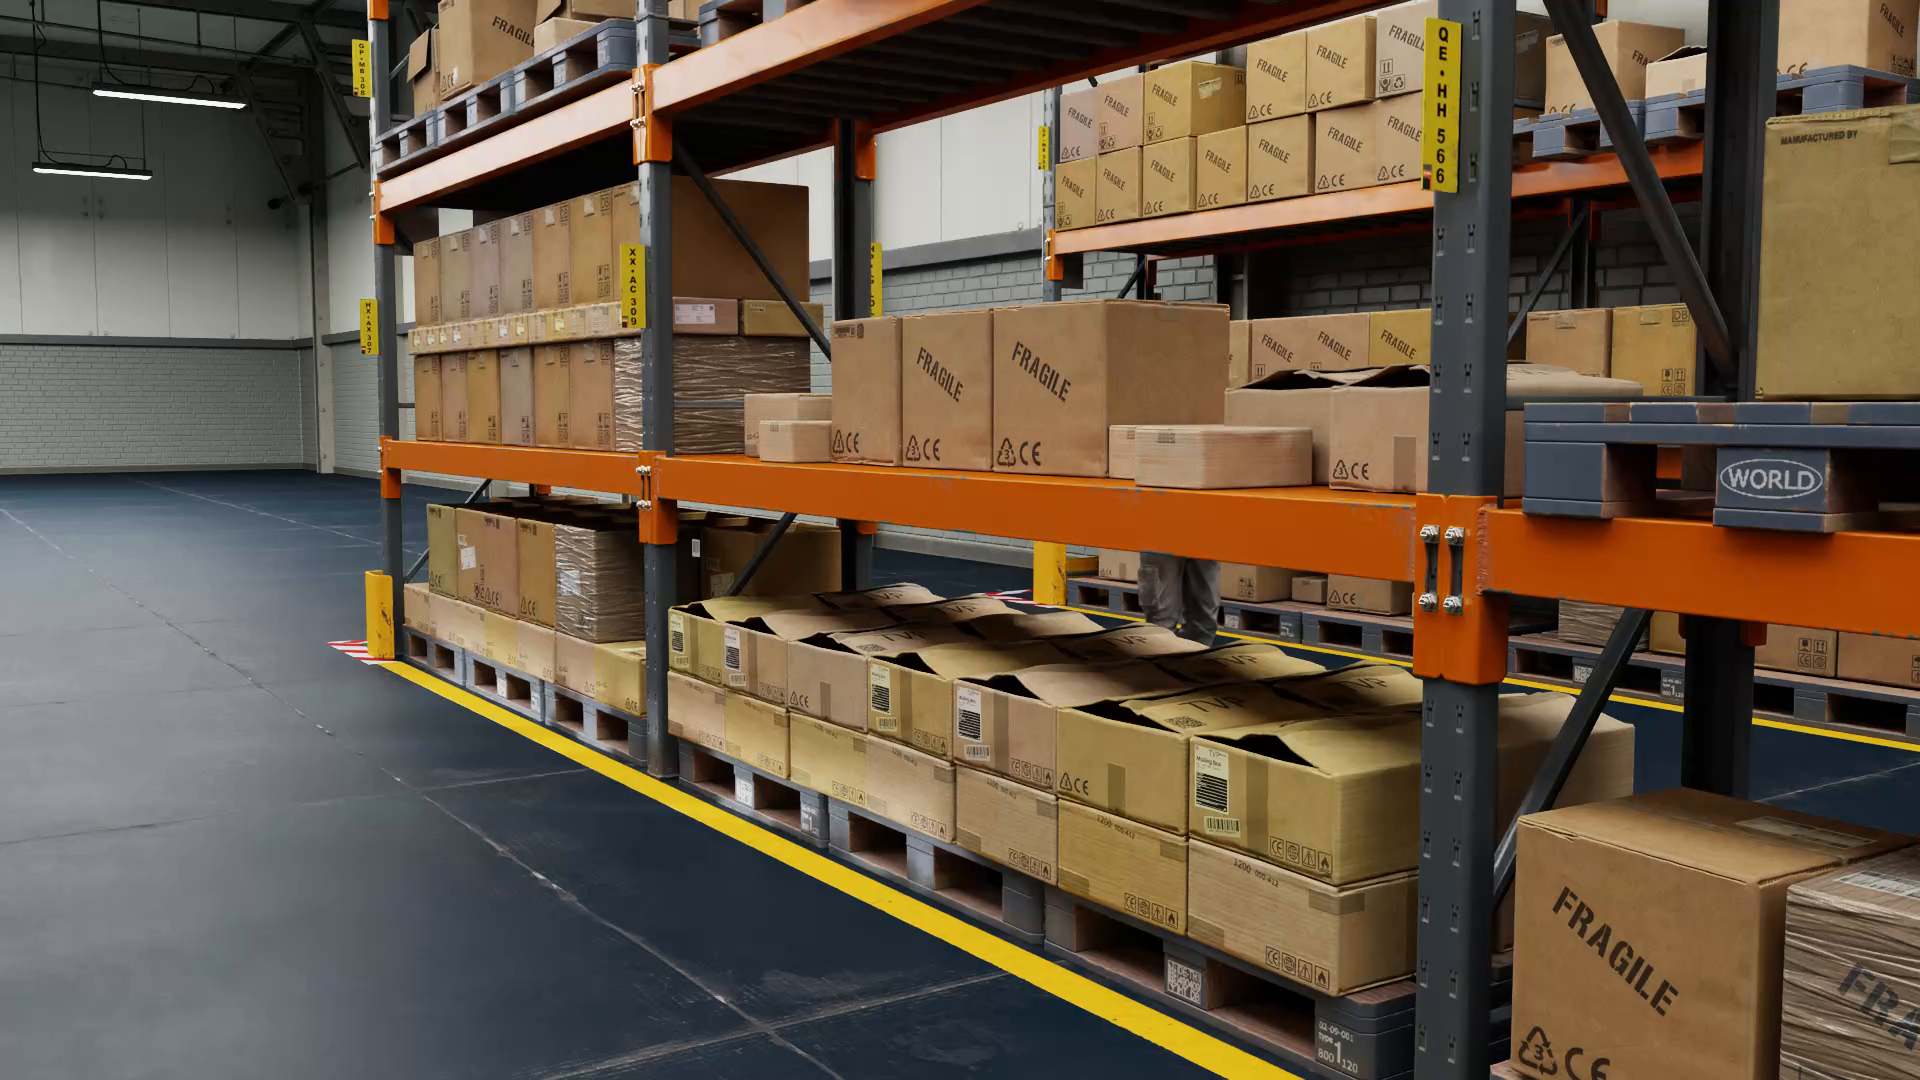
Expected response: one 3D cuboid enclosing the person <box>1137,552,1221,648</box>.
[{"bbox_3d":[1.063,0.006,7.597,0.487,1.779,0.584,-3,6,-34],"label":"person"}]
